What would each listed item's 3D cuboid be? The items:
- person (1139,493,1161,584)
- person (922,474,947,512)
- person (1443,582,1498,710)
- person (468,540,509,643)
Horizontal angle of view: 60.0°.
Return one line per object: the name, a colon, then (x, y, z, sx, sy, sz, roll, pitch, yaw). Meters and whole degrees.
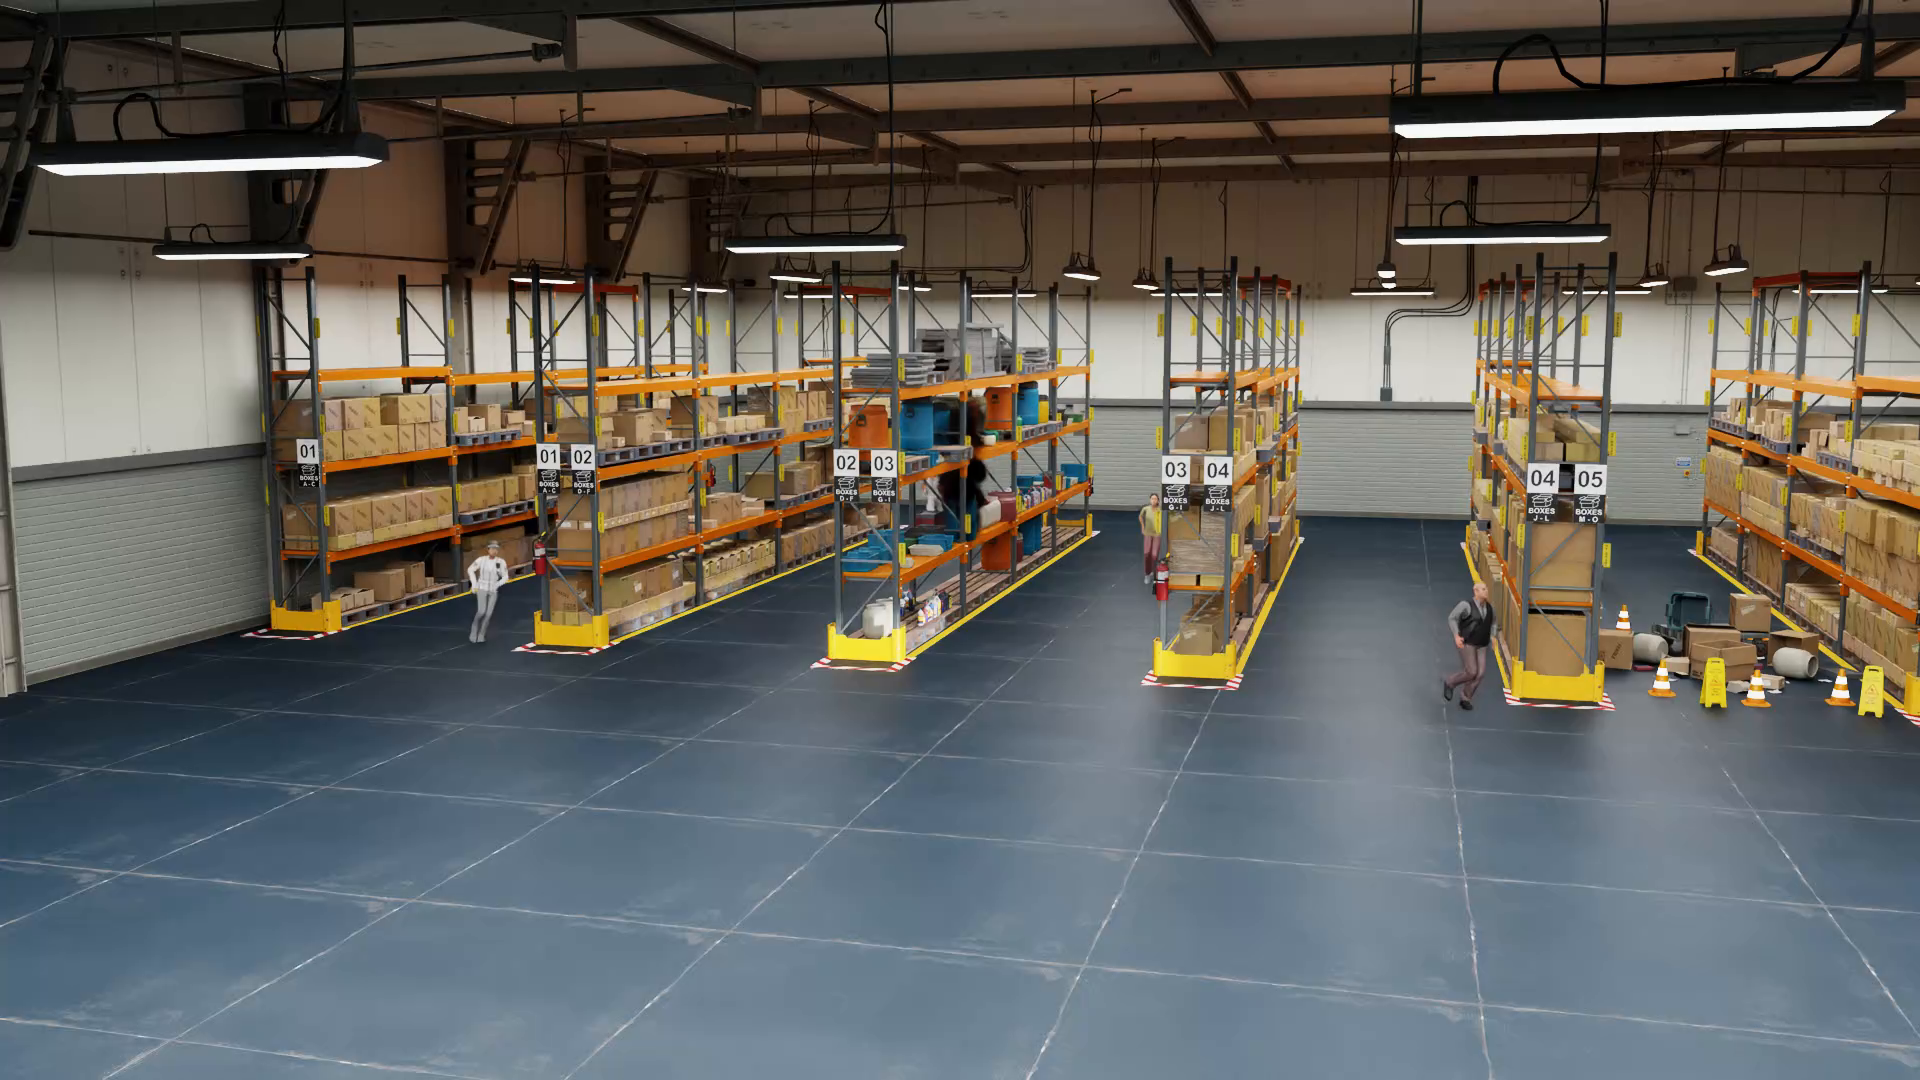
person: (3.680, -0.035, 31.698, 0.555, 1.737, 0.701, 1, 7, 7)
person: (-0.632, -0.956, 40.160, 0.655, 1.829, 0.730, 1, 7, 7)
person: (6.834, 1.392, 22.089, 0.695, 1.673, 0.538, -3, 8, -21)
person: (-7.537, 0.821, 26.571, 0.630, 1.635, 0.573, -3, 8, -24)
